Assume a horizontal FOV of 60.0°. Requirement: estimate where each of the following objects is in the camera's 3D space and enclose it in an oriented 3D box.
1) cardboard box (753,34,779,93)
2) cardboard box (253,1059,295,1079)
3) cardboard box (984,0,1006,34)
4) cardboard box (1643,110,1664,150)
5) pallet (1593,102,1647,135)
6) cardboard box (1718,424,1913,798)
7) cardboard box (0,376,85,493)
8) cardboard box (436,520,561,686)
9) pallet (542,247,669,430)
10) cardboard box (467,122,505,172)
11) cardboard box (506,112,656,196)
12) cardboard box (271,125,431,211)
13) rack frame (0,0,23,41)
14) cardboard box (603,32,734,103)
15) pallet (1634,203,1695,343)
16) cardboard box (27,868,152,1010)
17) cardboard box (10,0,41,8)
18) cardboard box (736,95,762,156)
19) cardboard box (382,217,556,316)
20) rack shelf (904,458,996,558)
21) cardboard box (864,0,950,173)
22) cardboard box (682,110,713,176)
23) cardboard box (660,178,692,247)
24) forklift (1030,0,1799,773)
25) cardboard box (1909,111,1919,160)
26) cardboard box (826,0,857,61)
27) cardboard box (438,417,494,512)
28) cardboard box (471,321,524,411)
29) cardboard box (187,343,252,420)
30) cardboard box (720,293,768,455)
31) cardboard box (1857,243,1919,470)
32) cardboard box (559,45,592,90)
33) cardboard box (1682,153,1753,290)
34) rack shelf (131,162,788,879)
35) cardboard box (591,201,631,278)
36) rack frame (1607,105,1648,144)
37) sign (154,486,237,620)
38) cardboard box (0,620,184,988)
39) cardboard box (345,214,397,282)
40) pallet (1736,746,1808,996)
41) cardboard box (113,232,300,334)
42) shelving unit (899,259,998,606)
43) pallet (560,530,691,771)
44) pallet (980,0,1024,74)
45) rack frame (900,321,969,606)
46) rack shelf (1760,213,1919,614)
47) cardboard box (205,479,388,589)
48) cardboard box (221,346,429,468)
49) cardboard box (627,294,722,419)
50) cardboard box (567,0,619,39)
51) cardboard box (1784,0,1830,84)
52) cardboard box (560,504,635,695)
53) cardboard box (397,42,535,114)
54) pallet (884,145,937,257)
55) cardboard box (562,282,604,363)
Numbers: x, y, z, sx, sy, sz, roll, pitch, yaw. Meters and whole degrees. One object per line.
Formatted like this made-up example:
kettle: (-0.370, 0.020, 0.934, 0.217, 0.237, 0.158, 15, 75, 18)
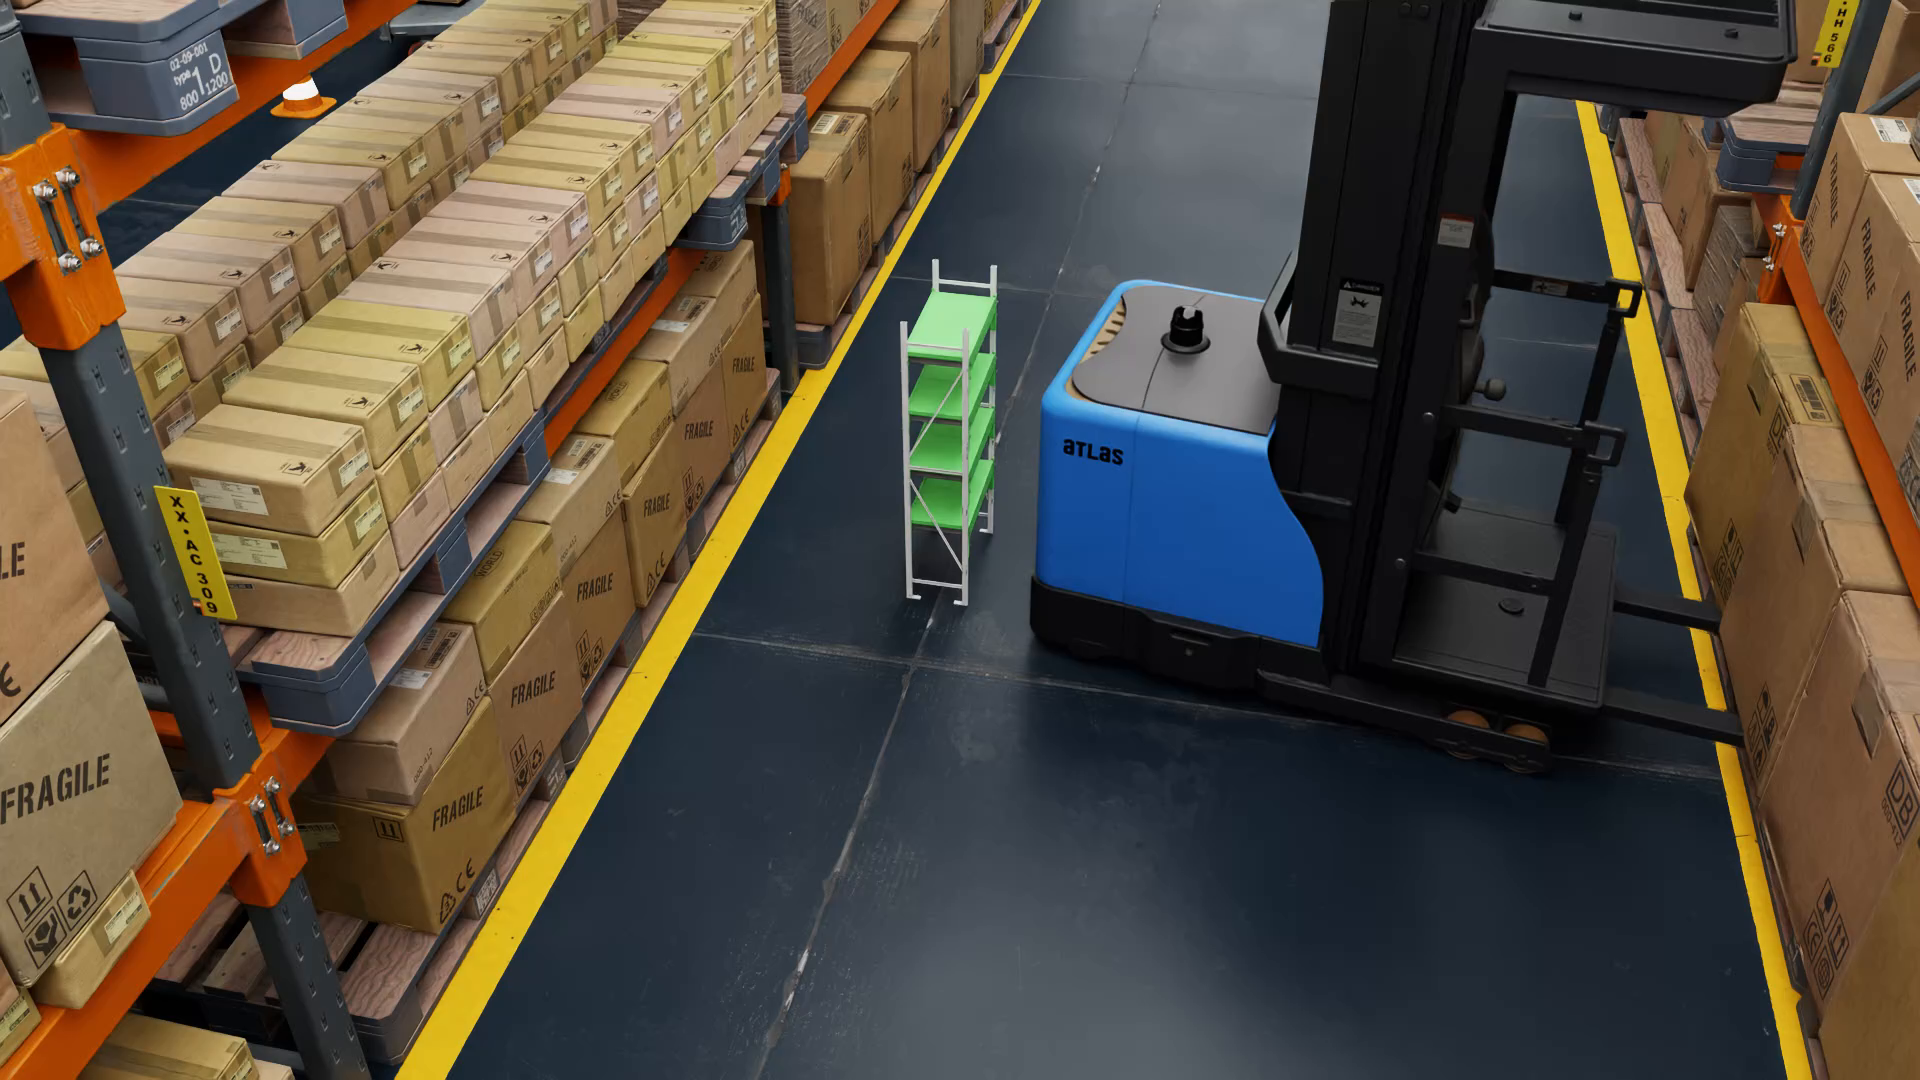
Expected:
cardboard box: (-0.909, -1.825, 6.315, 0.380, 0.149, 0.250, 8, 37, 11)
cardboard box: (-1.860, 1.401, 4.079, 0.380, 0.149, 0.250, 8, 37, 11)
cardboard box: (-0.191, -3.931, 11.071, 0.875, 0.875, 0.875, 8, 37, 11)
cardboard box: (4.278, -2.407, 9.270, 0.700, 0.500, 0.500, 5, 36, 6)
pallet: (4.539, -2.851, 10.503, 1.003, 0.211, 1.213, 7, 37, 10)
cardboard box: (3.210, 0.296, 5.238, 1.225, 0.875, 0.875, 7, 37, 10)
cardboard box: (-2.208, -0.247, 3.884, 0.380, 0.149, 0.250, 9, 37, 12)
cardboard box: (-1.576, 0.159, 5.108, 0.500, 0.250, 0.500, 8, 37, 11)
pallet: (-1.631, -0.759, 5.405, 1.003, 0.211, 1.213, 7, 37, 10)
cardboard box: (-1.765, -1.317, 5.614, 0.380, 0.149, 0.250, 7, 37, 10)
cardboard box: (-1.184, -1.206, 5.208, 0.380, 0.149, 0.250, 9, 37, 12)
cardboard box: (-1.873, -1.149, 5.129, 0.380, 0.149, 0.250, 7, 36, 9)
rack frame: (-2.103, -2.113, 1.997, 1.000, 3.000, 0.127, 7, 37, 10)
cardboard box: (-1.017, -1.654, 5.825, 0.380, 0.149, 0.250, 8, 37, 11)
pallet: (4.007, -1.313, 8.382, 1.003, 0.211, 1.213, 7, 37, 10)
cardboard box: (-1.884, 0.773, 3.342, 0.380, 0.149, 0.250, 6, 36, 9)
cardboard box: (-1.915, -1.312, 3.005, 0.700, 0.500, 0.500, 7, 37, 10)
cardboard box: (-0.960, -1.563, 6.206, 0.380, 0.149, 0.250, 7, 37, 10)
cardboard box: (-1.349, -0.758, 4.589, 0.380, 0.149, 0.250, 7, 37, 10)
rack shelf: (-0.035, -0.145, 6.445, 0.258, 0.148, 0.480, 7, 37, 10)
cardboard box: (-0.649, -2.609, 9.353, 1.050, 0.750, 0.750, 7, 37, 10)
cardboard box: (-1.072, -1.377, 5.697, 0.380, 0.149, 0.250, 7, 37, 10)
cardboard box: (-1.127, -1.118, 5.593, 0.380, 0.149, 0.250, 6, 36, 8)
forklift: (1.831, -0.748, 5.285, 3.031, 2.935, 1.130, 13, 38, 17)
cardboard box: (3.403, -1.327, 5.084, 0.797, 0.503, 0.637, 9, 37, 12)
cardboard box: (-0.783, -2.533, 7.603, 0.500, 0.500, 0.500, 7, 37, 10)
cardboard box: (-1.459, -0.223, 4.357, 0.380, 0.149, 0.250, 8, 37, 10)
cardboard box: (-1.406, -0.486, 4.468, 0.380, 0.149, 0.250, 6, 36, 8)
cardboard box: (-2.100, -0.418, 4.374, 0.380, 0.149, 0.250, 9, 37, 12)
cardboard box: (-1.134, -0.725, 6.966, 0.500, 0.500, 0.500, 7, 37, 10)
cardboard box: (2.992, -0.503, 4.803, 0.500, 0.500, 0.500, 7, 36, 9)
cardboard box: (-1.604, -1.758, 6.222, 0.380, 0.149, 0.250, 9, 37, 12)
cardboard box: (3.919, -1.495, 8.012, 0.700, 0.500, 0.500, 10, 37, 14)
rack shelf: (-1.676, -0.539, 5.550, 1.077, 0.370, 4.000, 7, 37, 10)
cardboard box: (-1.237, -0.937, 5.090, 0.380, 0.149, 0.250, 7, 36, 9)
rack frame: (4.430, -3.590, 9.148, 1.000, 3.000, 0.127, 7, 37, 10)
sign: (-1.571, 0.030, 3.415, 0.100, 0.325, 0.005, 7, 37, 10)
cardboard box: (-1.930, 0.468, 3.209, 0.500, 0.500, 0.500, 7, 37, 10)
cardboard box: (-1.933, -0.881, 5.013, 0.380, 0.149, 0.250, 7, 37, 10)
pallet: (3.071, 0.972, 5.229, 1.003, 0.211, 1.213, 7, 37, 10)
cardboard box: (-2.038, -0.700, 4.509, 0.380, 0.149, 0.250, 7, 37, 10)
shelving unit: (-0.035, -0.391, 6.267, 0.258, 1.200, 0.503, 7, 37, 10)
pallet: (-1.680, 0.297, 6.160, 1.003, 0.211, 1.213, 7, 37, 10)
pallet: (-0.155, -3.567, 11.492, 1.003, 0.211, 1.213, 7, 37, 10)
rack frame: (-0.087, -0.251, 6.074, 0.240, 1.200, 0.015, 7, 37, 10)
rack shelf: (3.148, 0.141, 4.613, 1.077, 0.370, 4.000, 7, 37, 10)
cardboard box: (-1.569, -0.040, 3.853, 0.380, 0.149, 0.250, 8, 37, 11)
cardboard box: (-1.516, -0.322, 3.987, 0.380, 0.149, 0.250, 8, 37, 11)
cardboard box: (-1.236, -0.722, 6.324, 0.500, 0.250, 0.500, 8, 37, 11)
cardboard box: (-1.537, -2.043, 6.362, 0.380, 0.149, 0.250, 7, 37, 10)
cardboard box: (3.673, -2.155, 6.724, 0.700, 0.500, 0.500, 13, 38, 17)
cardboard box: (-1.476, 0.163, 5.742, 0.500, 0.500, 0.500, 8, 37, 11)
cardboard box: (-1.705, -1.599, 5.750, 0.380, 0.149, 0.250, 6, 36, 8)
pallet: (-0.744, -1.988, 9.312, 1.003, 0.211, 1.213, 7, 37, 10)
cardboard box: (-1.296, -0.669, 4.974, 0.380, 0.149, 0.250, 7, 36, 9)
